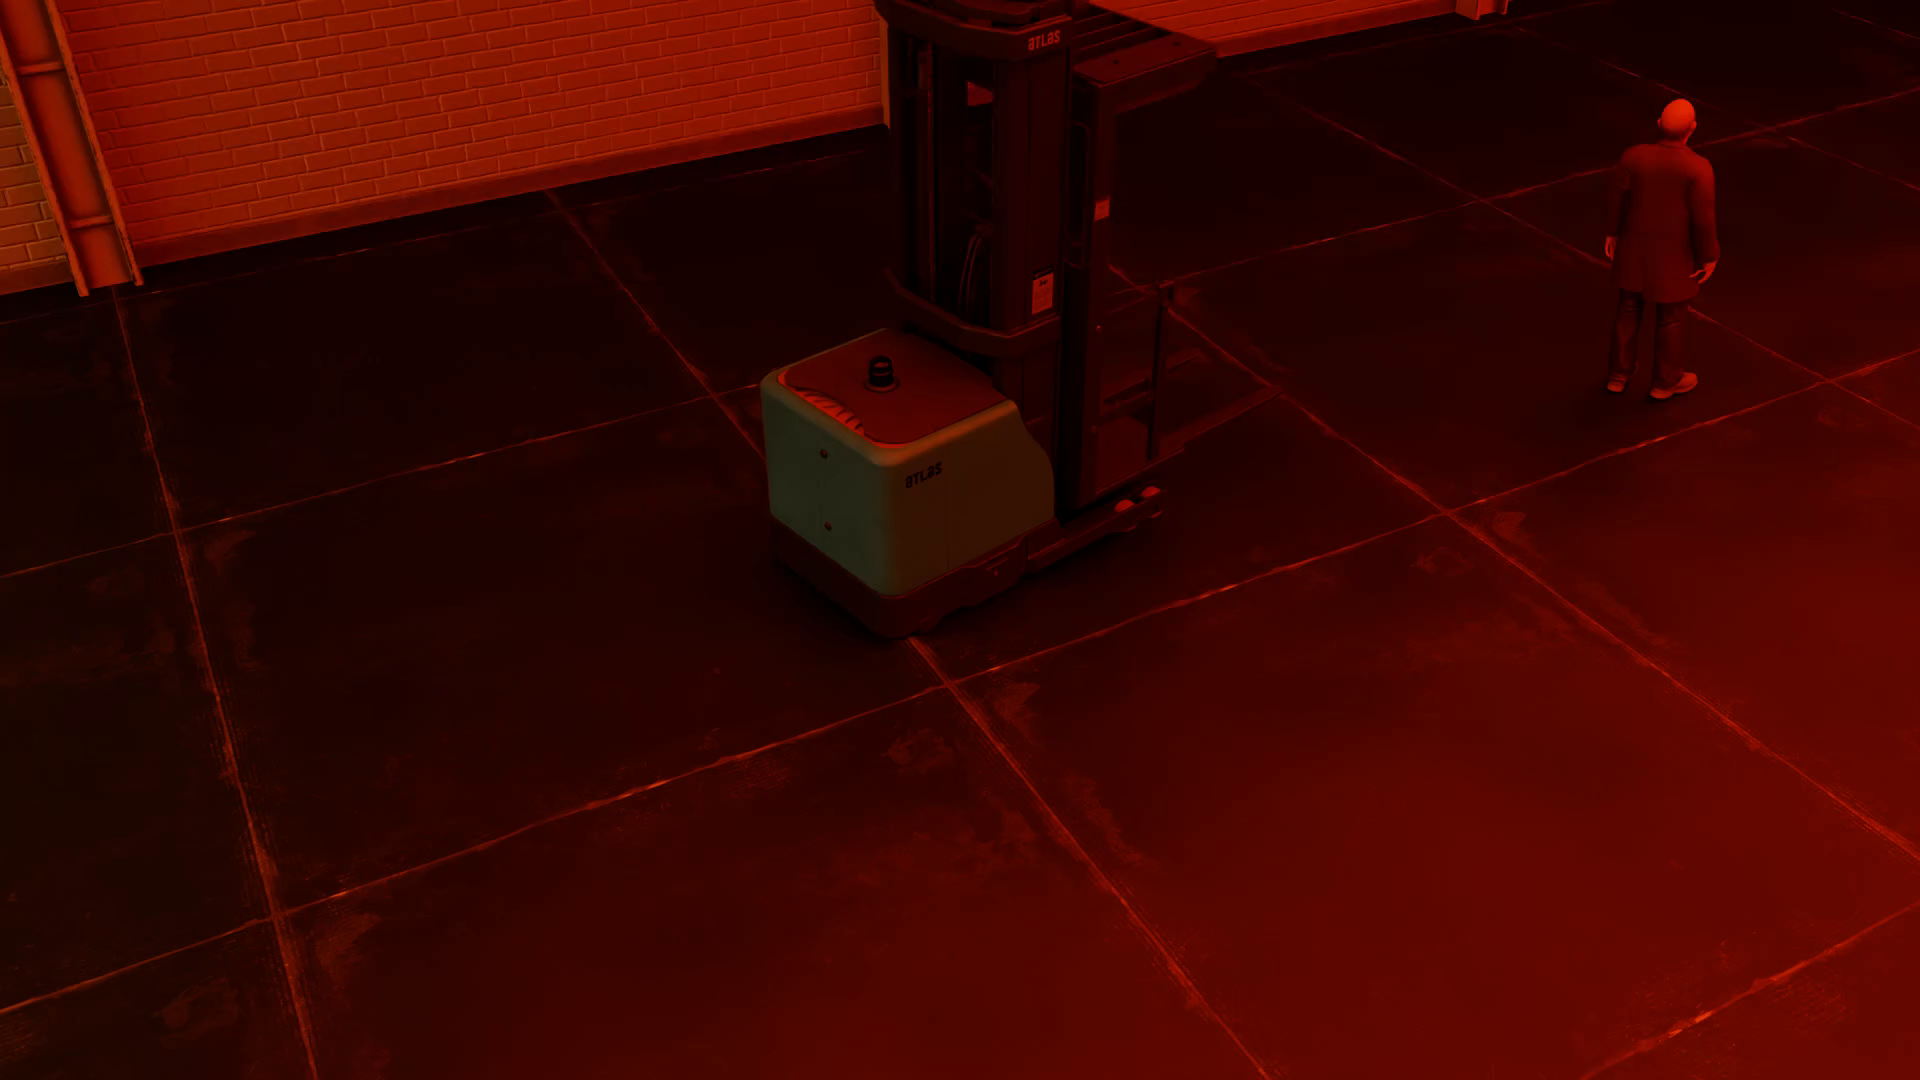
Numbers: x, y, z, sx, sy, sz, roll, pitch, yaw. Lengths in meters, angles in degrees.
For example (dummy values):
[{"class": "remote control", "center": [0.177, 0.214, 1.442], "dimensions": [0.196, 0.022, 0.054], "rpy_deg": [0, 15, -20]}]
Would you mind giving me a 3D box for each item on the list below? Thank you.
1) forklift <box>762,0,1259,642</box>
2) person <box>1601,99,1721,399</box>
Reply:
[{"class": "forklift", "center": [0.438, -1.469, 8.202], "dimensions": [1.130, 2.935, 3.031], "rpy_deg": [29, 45, 35]}, {"class": "person", "center": [4.011, -1.672, 9.478], "dimensions": [0.579, 1.777, 0.694], "rpy_deg": [-29, 44, -34]}]
